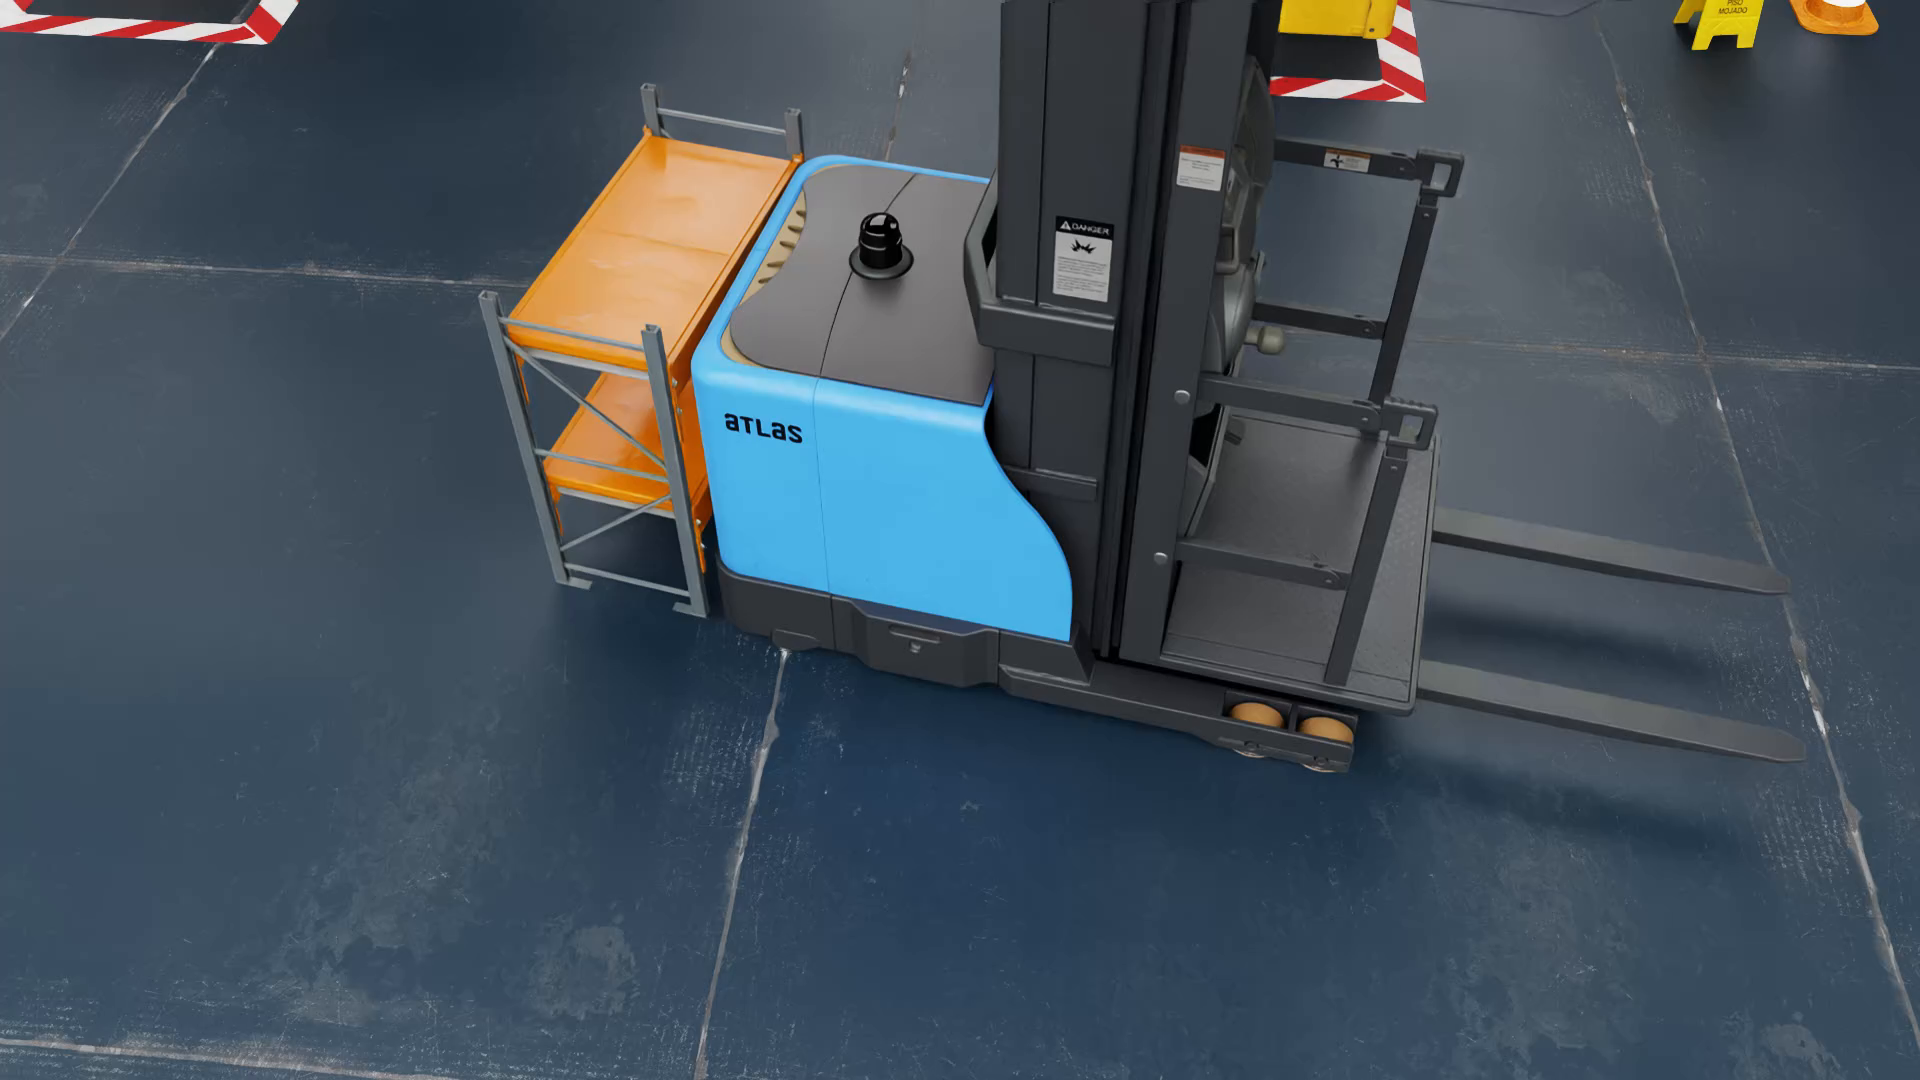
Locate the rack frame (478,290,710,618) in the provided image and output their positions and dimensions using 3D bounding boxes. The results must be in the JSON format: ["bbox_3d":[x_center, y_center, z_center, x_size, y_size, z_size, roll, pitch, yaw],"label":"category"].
[{"bbox_3d":[-1.003,-0.206,4.676,0.500,1.125,0.032,13,49,11],"label":"rack frame"}]

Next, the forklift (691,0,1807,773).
[{"bbox_3d":[0.869,-0.777,3.975,3.031,2.935,1.130,11,49,10],"label":"forklift"}]

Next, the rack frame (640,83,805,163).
[{"bbox_3d":[-0.709,-0.924,5.333,0.500,1.125,0.032,13,49,11],"label":"rack frame"}]

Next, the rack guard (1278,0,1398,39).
[{"bbox_3d":[1.316,-2.514,7.211,1.175,0.500,0.348,4,48,4],"label":"rack guard"}]

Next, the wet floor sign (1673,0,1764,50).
[{"bbox_3d":[3.287,-2.426,7.032,0.267,0.644,0.232,-4,48,-3],"label":"wet floor sign"}]

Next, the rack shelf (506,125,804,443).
[{"bbox_3d":[-0.856,-0.763,4.789,0.538,0.278,1.000,13,49,11],"label":"rack shelf"}]

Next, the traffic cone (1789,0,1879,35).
[{"bbox_3d":[3.875,-2.488,7.212,0.336,0.463,0.334,4,48,4],"label":"traffic cone"}]

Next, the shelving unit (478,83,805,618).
[{"bbox_3d":[-0.856,-0.565,5.005,0.538,1.125,1.048,13,49,11],"label":"shelving unit"}]

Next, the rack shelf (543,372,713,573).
[{"bbox_3d":[-0.856,-0.400,5.185,0.538,0.278,1.000,13,49,11],"label":"rack shelf"}]
